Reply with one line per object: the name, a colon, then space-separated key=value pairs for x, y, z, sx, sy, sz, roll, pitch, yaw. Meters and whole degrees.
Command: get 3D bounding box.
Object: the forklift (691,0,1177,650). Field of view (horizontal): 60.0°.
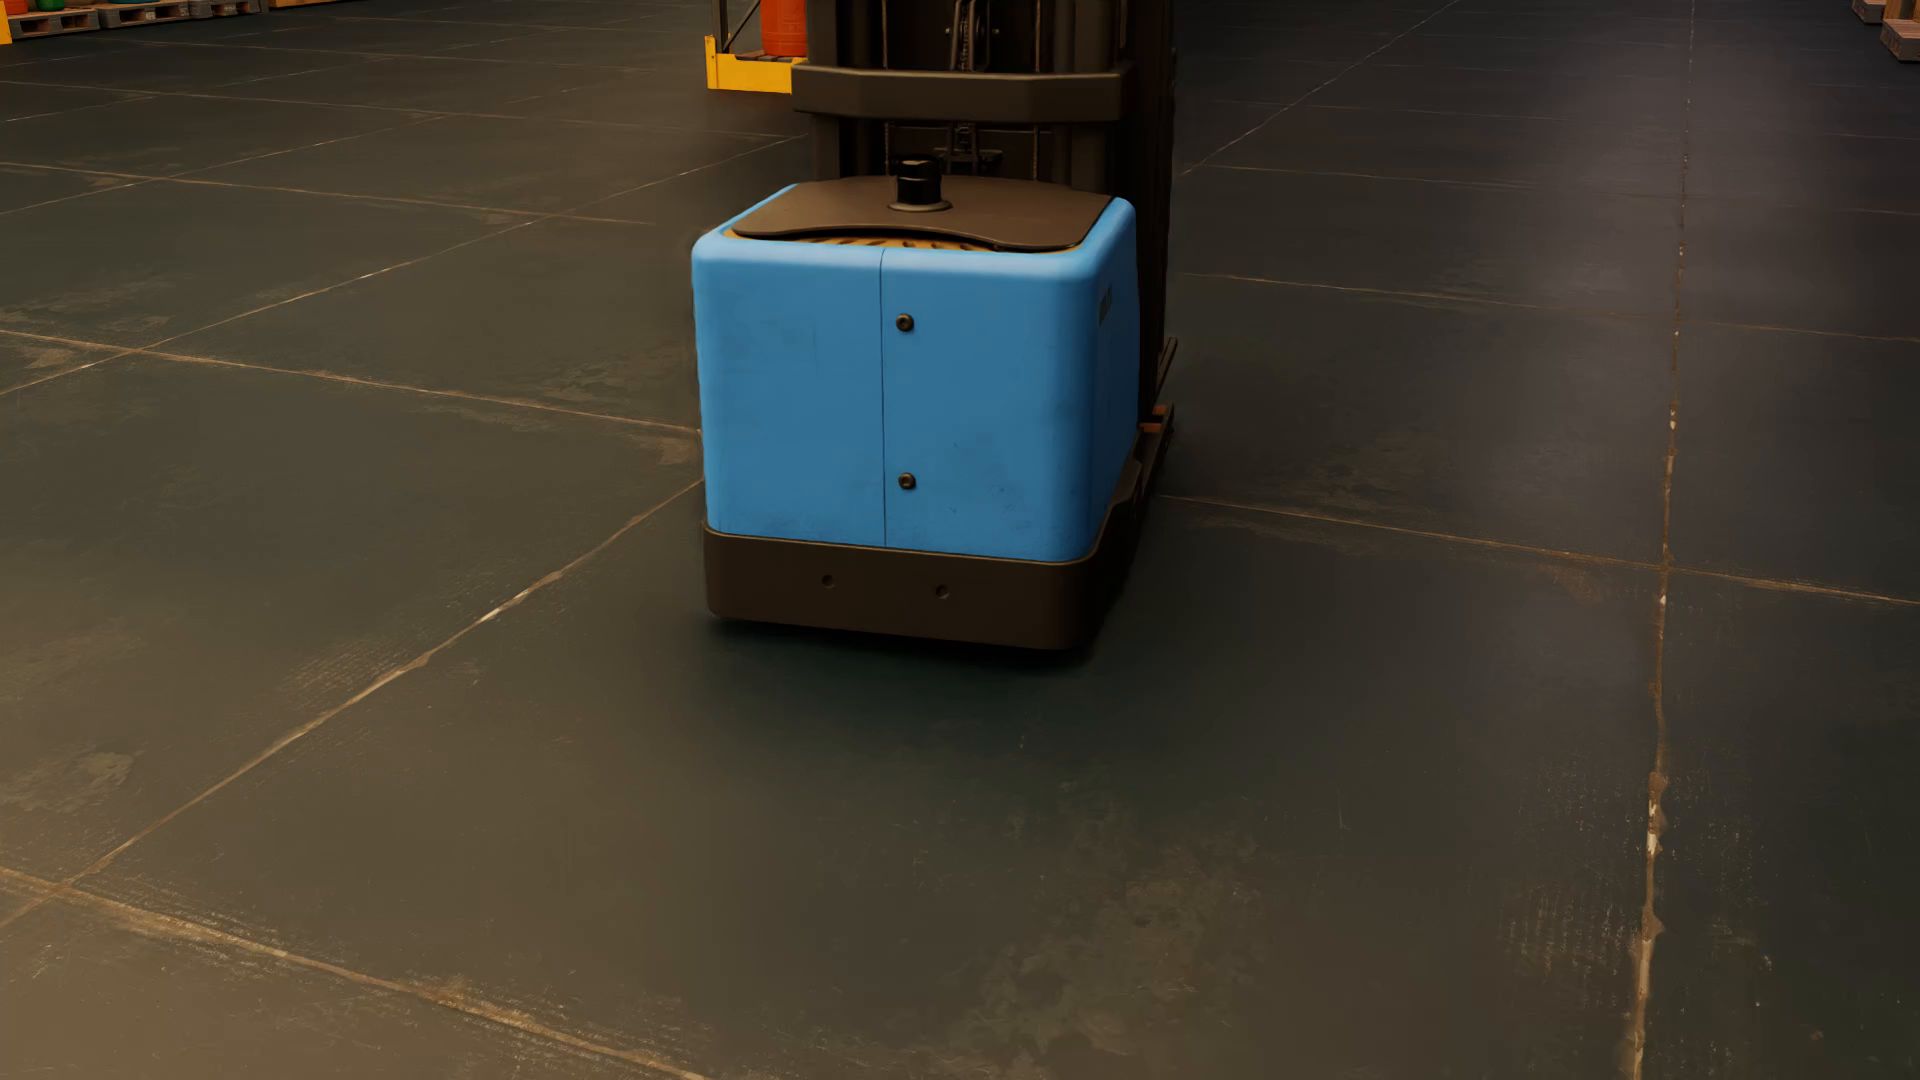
forklift: x=0.137 y=-1.610 z=5.145 sx=1.130 sy=2.935 sz=3.031 roll=5 pitch=23 yaw=12
